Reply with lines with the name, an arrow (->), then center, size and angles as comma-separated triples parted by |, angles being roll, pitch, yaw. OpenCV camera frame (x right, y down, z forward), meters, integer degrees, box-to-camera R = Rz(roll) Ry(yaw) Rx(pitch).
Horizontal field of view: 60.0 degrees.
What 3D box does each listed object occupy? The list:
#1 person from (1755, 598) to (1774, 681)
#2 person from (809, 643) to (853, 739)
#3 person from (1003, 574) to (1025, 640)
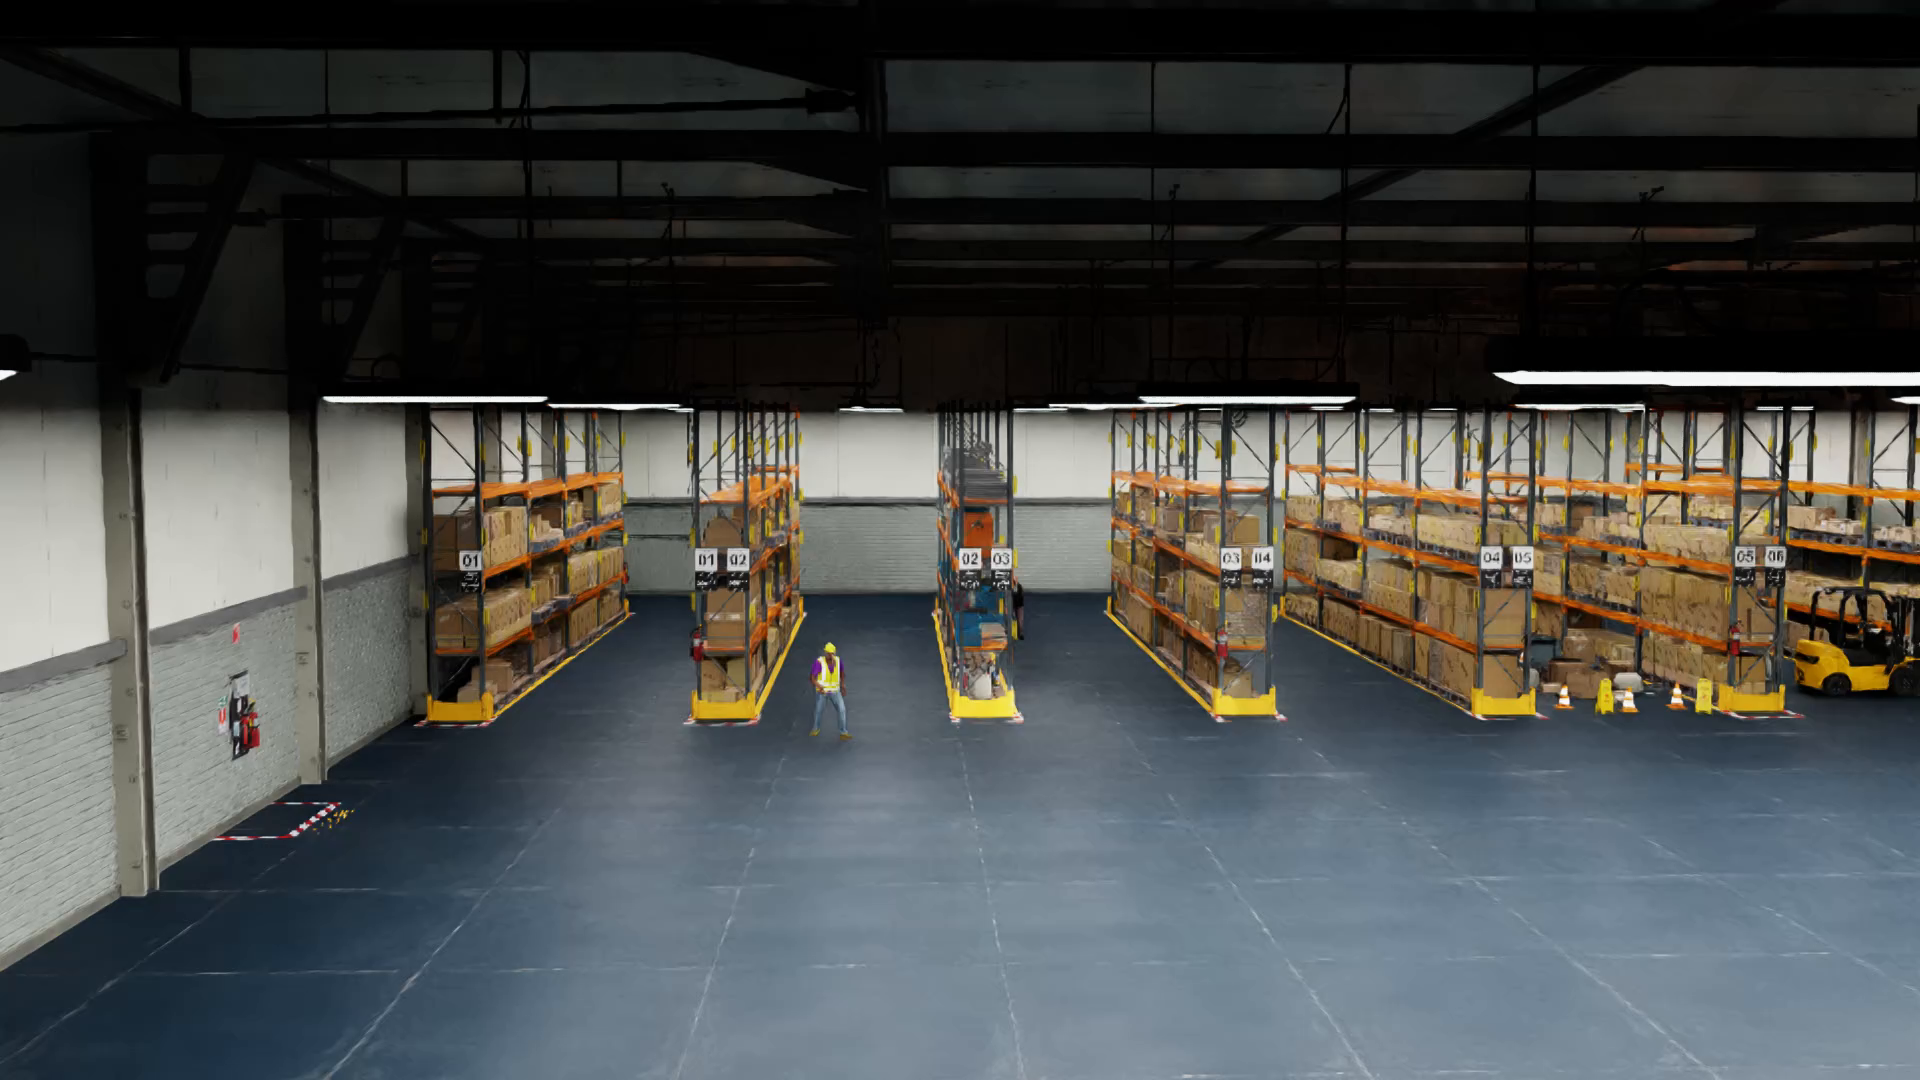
person -> 17.158, 2.132, 35.624 | 0.501, 1.758, 0.588 | 2, 5, 28
person -> -2.324, 2.642, 29.331 | 0.710, 1.704, 0.835 | -1, 5, -19
person -> 1.370, 1.678, 42.219 | 0.543, 1.644, 1.107 | 0, 4, -5
